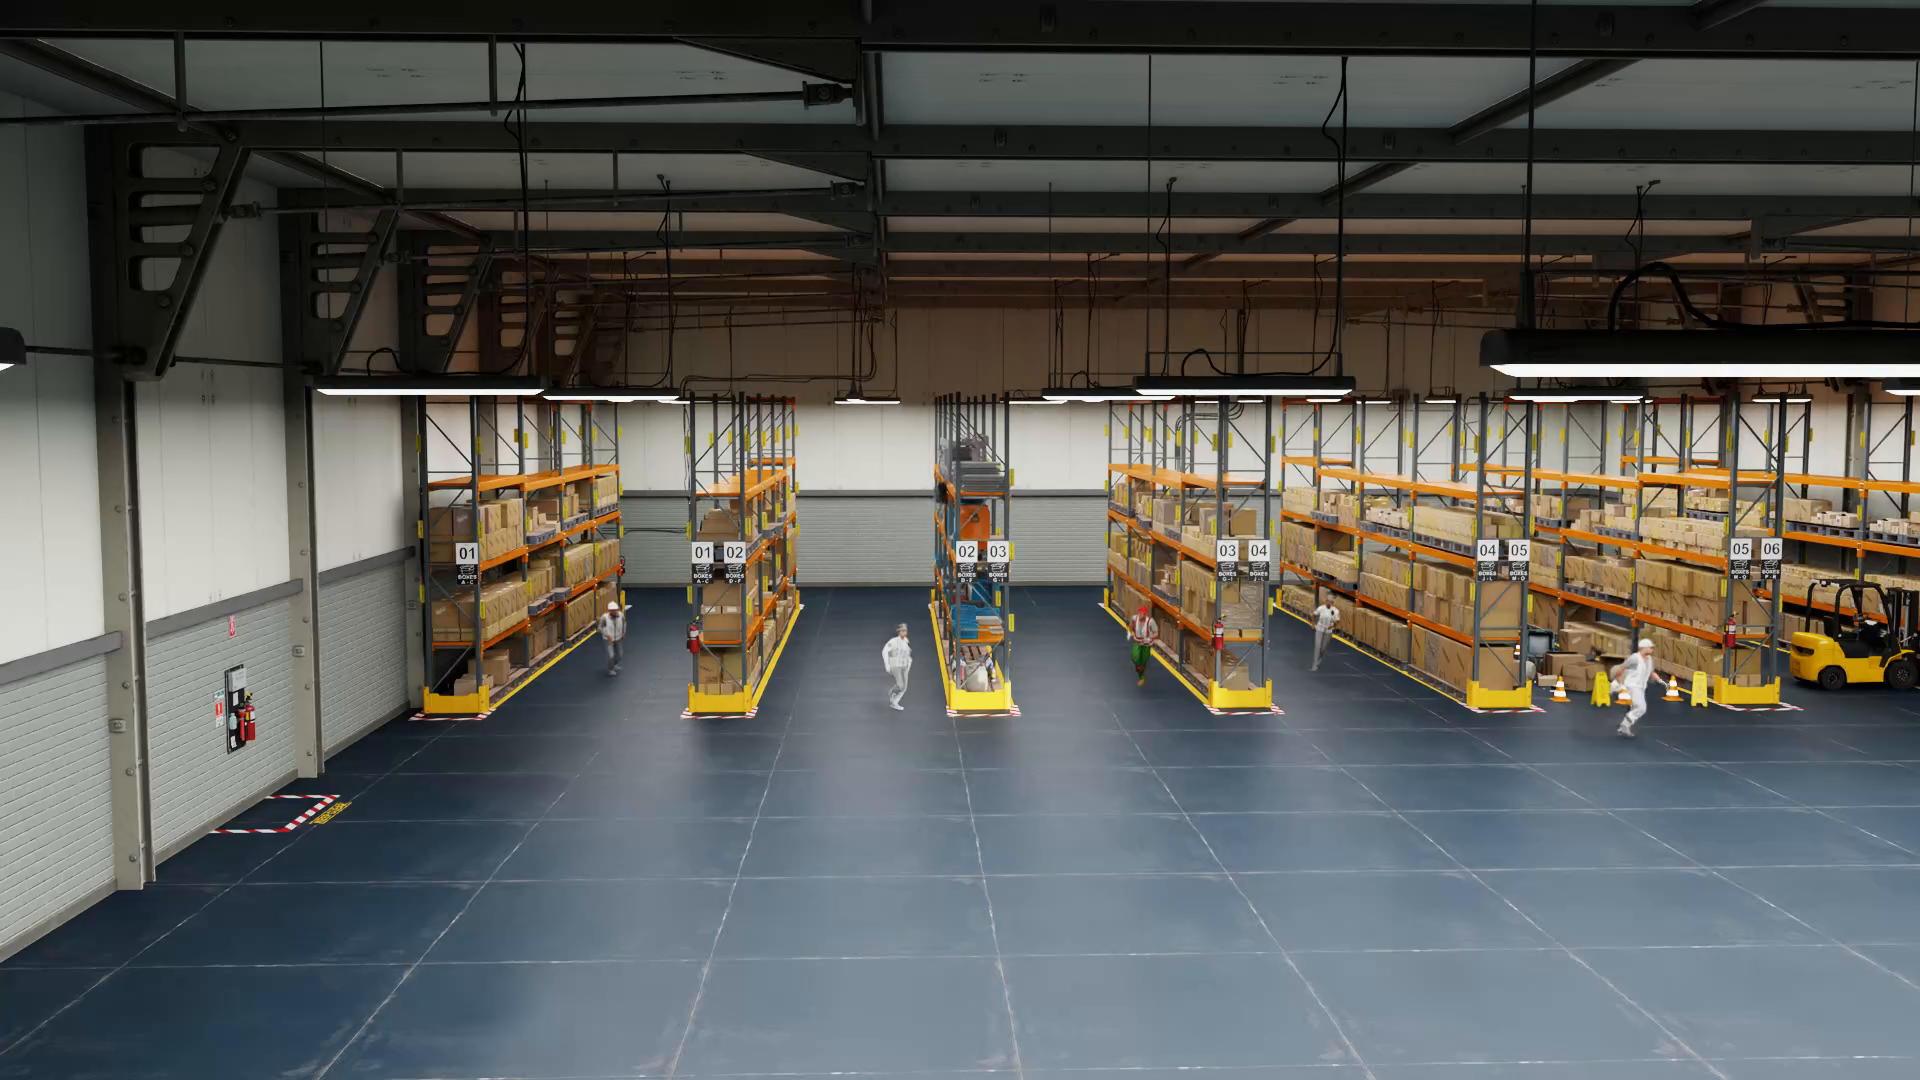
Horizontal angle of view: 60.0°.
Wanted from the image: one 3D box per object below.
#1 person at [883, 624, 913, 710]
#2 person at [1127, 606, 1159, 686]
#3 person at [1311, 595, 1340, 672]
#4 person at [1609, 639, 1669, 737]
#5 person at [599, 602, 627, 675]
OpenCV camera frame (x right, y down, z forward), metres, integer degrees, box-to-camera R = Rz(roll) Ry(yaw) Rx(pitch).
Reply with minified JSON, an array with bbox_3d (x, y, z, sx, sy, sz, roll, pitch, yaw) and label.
[{"bbox_3d":[-1.166,2.393,31.441,0.669,1.646,0.502,-4,6,-39],"label":"person"},{"bbox_3d":[3.715,2.099,33.772,0.686,1.623,1.101,1,5,13],"label":"person"},{"bbox_3d":[7.963,1.998,36.223,0.616,1.649,0.828,1,5,10],"label":"person"},{"bbox_3d":[11.697,2.552,28.582,0.667,1.724,0.791,-3,6,-36],"label":"person"},{"bbox_3d":[-7.395,2.080,35.371,0.643,1.618,0.918,-3,6,-34],"label":"person"}]
